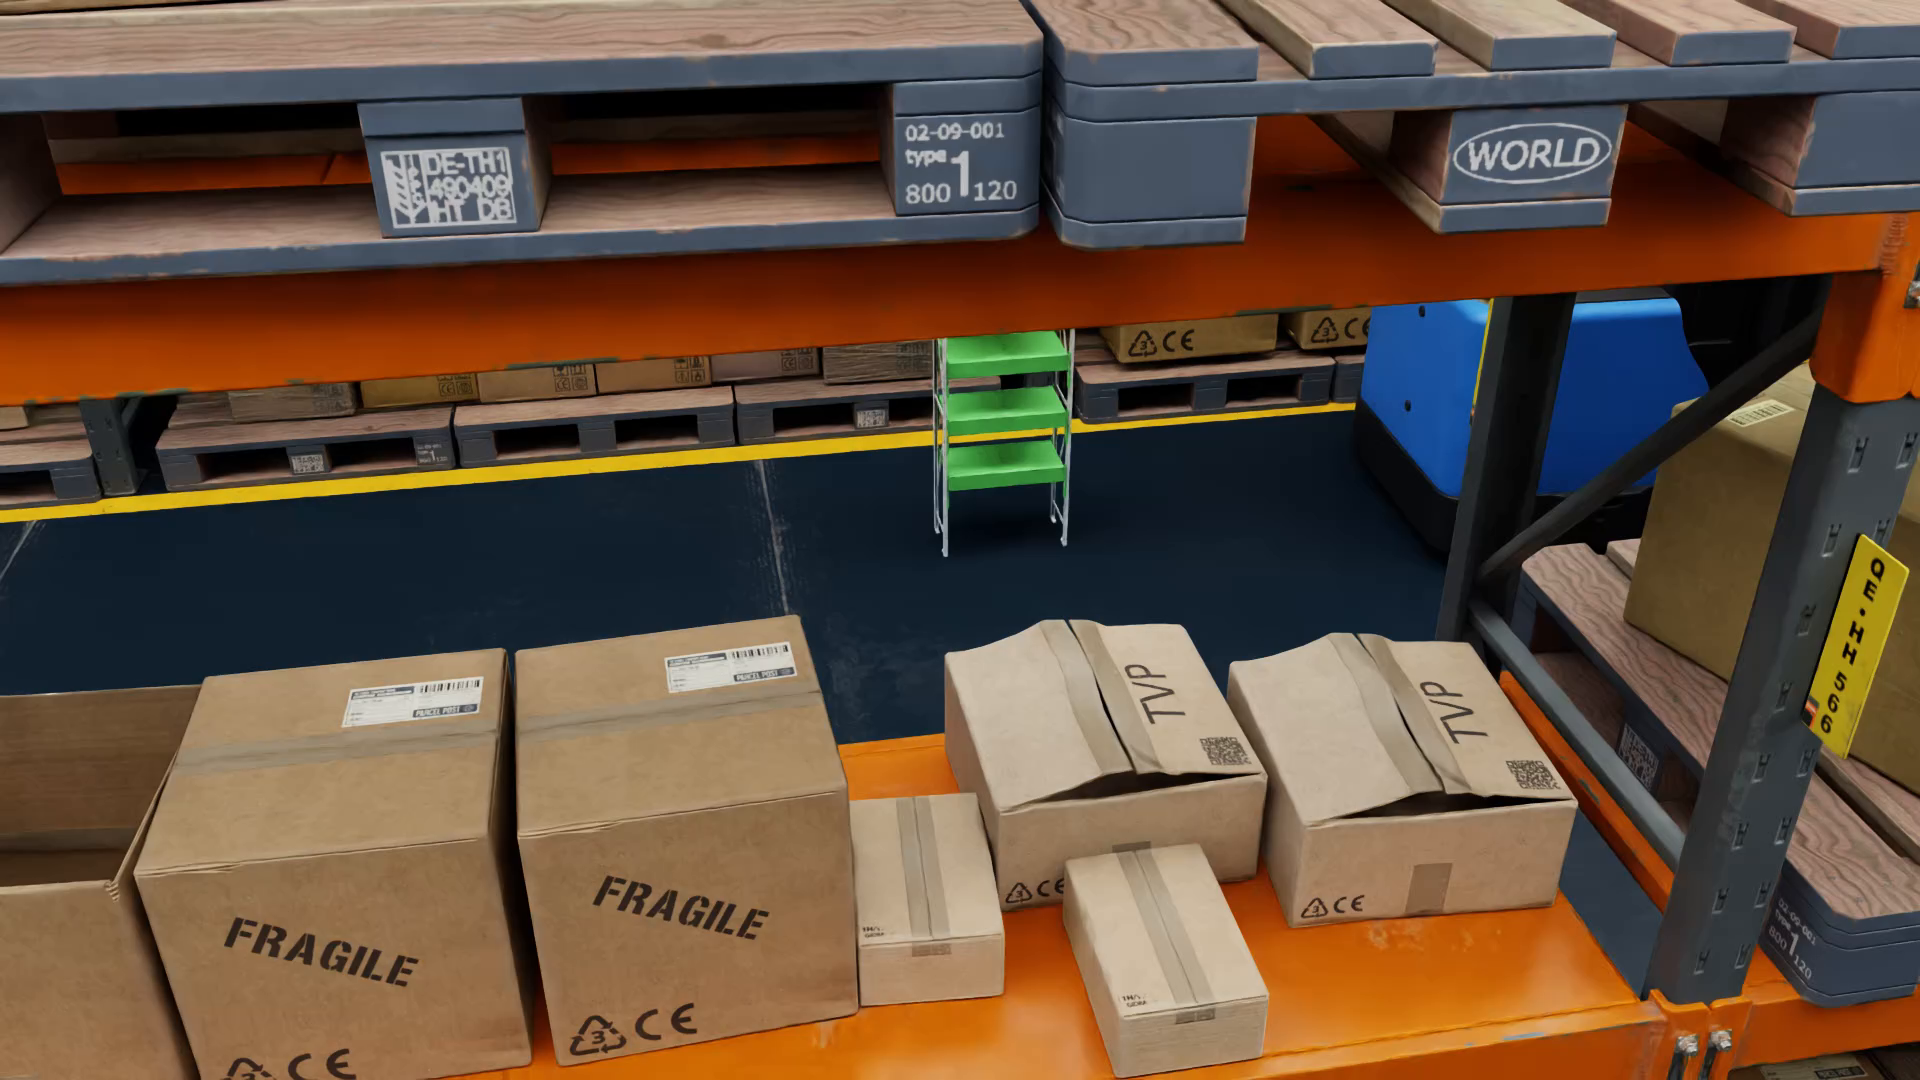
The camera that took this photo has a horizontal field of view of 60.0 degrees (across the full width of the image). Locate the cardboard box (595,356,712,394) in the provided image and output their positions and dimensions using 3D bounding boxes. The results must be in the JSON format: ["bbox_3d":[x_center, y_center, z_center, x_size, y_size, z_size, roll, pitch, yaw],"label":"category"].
[{"bbox_3d":[-1.430,-1.062,7.629,0.500,0.500,0.700,-5,31,-9],"label":"cardboard box"}]

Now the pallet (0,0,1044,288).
[{"bbox_3d":[-0.575,-0.623,2.076,1.213,0.211,1.003,-4,31,-7],"label":"pallet"}]

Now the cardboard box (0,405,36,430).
[{"bbox_3d":[-4.176,-0.630,7.223,0.250,0.166,0.380,-9,32,-15],"label":"cardboard box"}]

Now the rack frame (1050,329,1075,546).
[{"bbox_3d":[0.403,-0.555,6.509,0.015,1.200,0.240,-5,31,-9],"label":"rack frame"}]

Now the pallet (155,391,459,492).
[{"bbox_3d":[-2.889,-0.595,7.554,1.213,0.211,1.003,-5,31,-9],"label":"pallet"}]

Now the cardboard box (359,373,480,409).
[{"bbox_3d":[-2.434,-0.985,7.498,0.500,0.500,0.700,-6,31,-10],"label":"cardboard box"}]

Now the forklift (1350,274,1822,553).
[{"bbox_3d":[3.282,-1.517,6.439,3.031,2.935,1.130,-4,31,-7],"label":"forklift"}]

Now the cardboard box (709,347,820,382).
[{"bbox_3d":[-0.947,-1.122,7.731,0.500,0.500,0.700,-5,31,-9],"label":"cardboard box"}]

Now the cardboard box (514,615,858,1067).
[{"bbox_3d":[-0.472,0.497,2.846,0.500,0.500,0.500,-7,31,-12],"label":"cardboard box"}]

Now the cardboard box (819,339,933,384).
[{"bbox_3d":[-0.419,-1.111,7.712,0.500,0.500,0.700,-5,31,-8],"label":"cardboard box"}]

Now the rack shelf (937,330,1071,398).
[{"bbox_3d":[0.163,-0.684,6.382,0.480,0.148,0.258,-5,31,-9],"label":"rack shelf"}]

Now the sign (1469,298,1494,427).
[{"bbox_3d":[1.069,-0.356,3.331,0.005,0.325,0.100,-5,31,-9],"label":"sign"}]

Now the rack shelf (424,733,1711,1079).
[{"bbox_3d":[-0.791,0.872,3.018,4.000,0.370,1.077,-5,31,-9],"label":"rack shelf"}]

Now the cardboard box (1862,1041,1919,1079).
[{"bbox_3d":[2.189,1.317,3.583,0.500,0.500,0.500,-6,31,-11],"label":"cardboard box"}]

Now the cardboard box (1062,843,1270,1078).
[{"bbox_3d":[0.341,0.707,2.836,0.250,0.149,0.380,-5,31,-9],"label":"cardboard box"}]

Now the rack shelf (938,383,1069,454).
[{"bbox_3d":[0.163,-0.477,6.504,0.480,0.148,0.258,-5,31,-9],"label":"rack shelf"}]

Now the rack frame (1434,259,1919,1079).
[{"bbox_3d":[1.175,0.377,3.149,0.053,2.616,0.949,-5,31,-9],"label":"rack frame"}]

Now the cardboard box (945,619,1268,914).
[{"bbox_3d":[0.261,0.403,3.194,0.500,0.311,0.500,-6,31,-10],"label":"cardboard box"}]

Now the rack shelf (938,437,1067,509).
[{"bbox_3d":[0.163,-0.270,6.626,0.480,0.148,0.258,-5,31,-9],"label":"rack shelf"}]

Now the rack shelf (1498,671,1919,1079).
[{"bbox_3d":[3.143,0.507,3.639,4.000,0.370,1.077,-5,31,-9],"label":"rack shelf"}]

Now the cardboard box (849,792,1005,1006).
[{"bbox_3d":[-0.068,0.632,2.964,0.250,0.149,0.380,-3,31,-5],"label":"cardboard box"}]

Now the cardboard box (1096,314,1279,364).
[{"bbox_3d":[1.027,-1.347,7.787,0.750,0.750,0.750,-6,31,-10],"label":"cardboard box"}]

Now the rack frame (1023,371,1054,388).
[{"bbox_3d":[0.280,-2.090,7.346,0.127,3.000,1.000,-5,31,-9],"label":"rack frame"}]

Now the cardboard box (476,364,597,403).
[{"bbox_3d":[-1.925,-1.012,7.543,0.500,0.500,0.700,-5,31,-8],"label":"cardboard box"}]

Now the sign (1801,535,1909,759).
[{"bbox_3d":[1.279,0.156,2.382,0.005,0.325,0.100,-5,31,-9],"label":"sign"}]

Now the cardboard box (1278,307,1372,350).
[{"bbox_3d":[1.890,-1.423,7.918,0.750,0.750,0.750,-5,31,-9],"label":"cardboard box"}]

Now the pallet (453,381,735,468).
[{"bbox_3d":[-1.687,-0.708,7.746,1.213,0.211,1.003,-5,31,-9],"label":"pallet"}]

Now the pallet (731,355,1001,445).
[{"bbox_3d":[-0.489,-0.818,7.933,1.213,0.211,1.003,-5,31,-9],"label":"pallet"}]

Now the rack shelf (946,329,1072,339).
[{"bbox_3d":[0.163,-0.891,6.261,0.480,0.148,0.258,-5,31,-9],"label":"rack shelf"}]

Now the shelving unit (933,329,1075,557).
[{"bbox_3d":[0.163,-0.532,6.472,0.503,1.200,0.258,-5,31,-9],"label":"shelving unit"}]

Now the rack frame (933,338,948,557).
[{"bbox_3d":[-0.077,-0.510,6.434,0.015,1.200,0.240,-5,31,-9],"label":"rack frame"}]

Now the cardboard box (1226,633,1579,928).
[{"bbox_3d":[0.810,0.429,3.149,0.500,0.311,0.500,-3,31,-6],"label":"cardboard box"}]

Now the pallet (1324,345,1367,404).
[{"bbox_3d":[2.267,-1.032,8.298,1.213,0.211,1.003,-5,31,-9],"label":"pallet"}]

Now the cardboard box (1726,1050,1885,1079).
[{"bbox_3d":[1.675,1.368,3.497,0.500,0.500,0.500,-4,31,-7],"label":"cardboard box"}]

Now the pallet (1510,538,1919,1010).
[{"bbox_3d":[1.830,0.365,3.359,1.003,0.211,1.213,-5,31,-9],"label":"pallet"}]

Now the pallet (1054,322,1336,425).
[{"bbox_3d":[1.069,-0.923,8.111,1.213,0.211,1.003,-5,31,-9],"label":"pallet"}]

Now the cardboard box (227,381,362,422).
[{"bbox_3d":[-2.934,-0.913,7.375,0.500,0.500,0.700,-4,31,-7],"label":"cardboard box"}]

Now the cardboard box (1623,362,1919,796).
[{"bbox_3d":[1.775,0.041,3.208,0.500,0.500,0.700,-16,34,-25],"label":"cardboard box"}]

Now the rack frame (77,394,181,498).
[{"bbox_3d":[-3.655,-1.725,6.725,0.127,3.000,1.000,-5,31,-9],"label":"rack frame"}]

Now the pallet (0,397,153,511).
[{"bbox_3d":[-4.309,-0.444,7.297,1.213,0.211,1.003,-5,31,-9],"label":"pallet"}]

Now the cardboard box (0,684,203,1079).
[{"bbox_3d":[-1.482,0.591,2.687,0.500,0.500,0.500,-3,31,-5],"label":"cardboard box"}]

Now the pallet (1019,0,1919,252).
[{"bbox_3d":[0.524,-0.726,2.252,1.003,0.211,1.213,-4,31,-7],"label":"pallet"}]

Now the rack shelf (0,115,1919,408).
[{"bbox_3d":[-0.791,-0.421,2.258,4.000,0.370,1.077,-5,31,-9],"label":"rack shelf"}]

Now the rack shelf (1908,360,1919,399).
[{"bbox_3d":[3.143,-0.787,2.879,4.000,0.370,1.077,-5,31,-9],"label":"rack shelf"}]

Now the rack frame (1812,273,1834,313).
[{"bbox_3d":[4.214,-2.456,7.967,0.127,3.000,1.000,-5,31,-9],"label":"rack frame"}]

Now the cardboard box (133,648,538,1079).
[{"bbox_3d":[-0.990,0.545,2.765,0.500,0.500,0.500,-5,31,-9],"label":"cardboard box"}]
